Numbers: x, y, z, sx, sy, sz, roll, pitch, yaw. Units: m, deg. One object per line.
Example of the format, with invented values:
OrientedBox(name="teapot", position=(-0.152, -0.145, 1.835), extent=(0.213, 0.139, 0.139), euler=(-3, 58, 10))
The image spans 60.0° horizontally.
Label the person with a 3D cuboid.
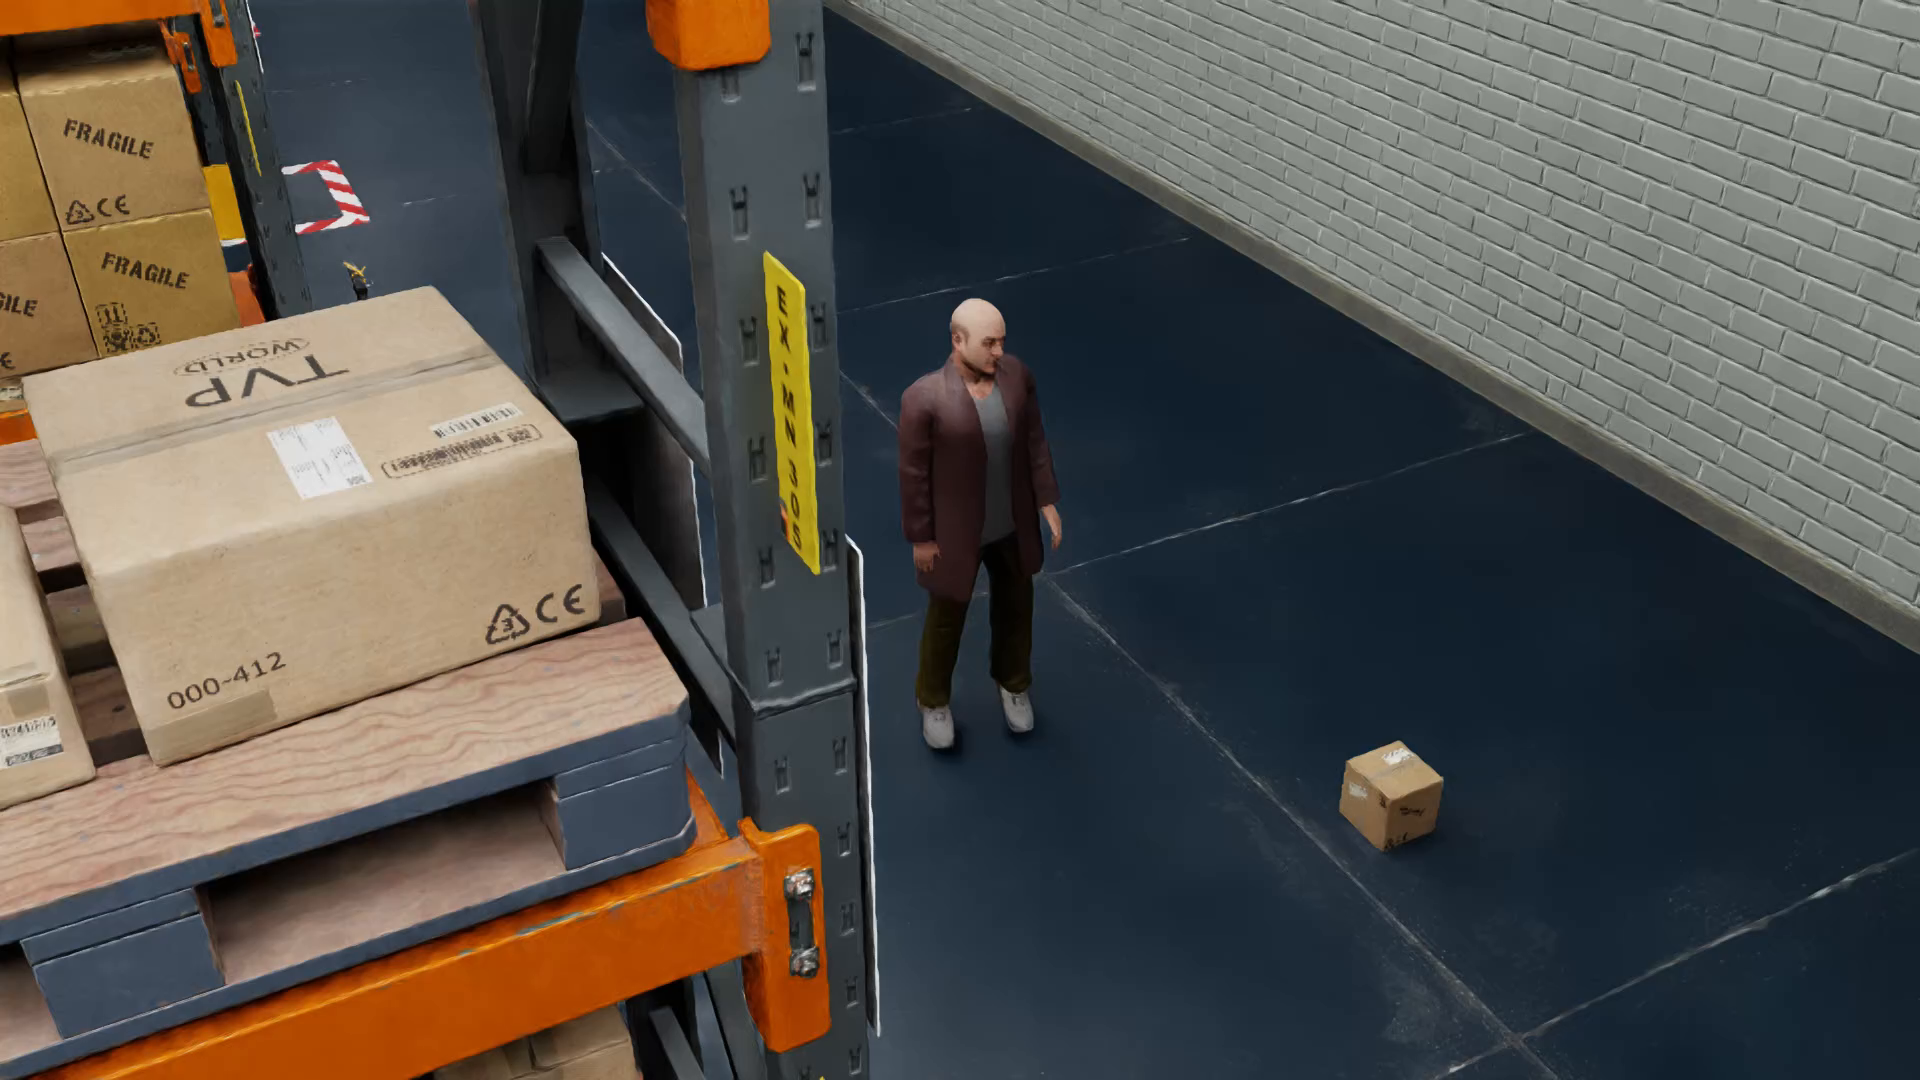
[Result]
OrientedBox(name="person", position=(0.087, -0.051, 6.185), extent=(0.619, 1.787, 0.425), euler=(-17, 36, -24))
